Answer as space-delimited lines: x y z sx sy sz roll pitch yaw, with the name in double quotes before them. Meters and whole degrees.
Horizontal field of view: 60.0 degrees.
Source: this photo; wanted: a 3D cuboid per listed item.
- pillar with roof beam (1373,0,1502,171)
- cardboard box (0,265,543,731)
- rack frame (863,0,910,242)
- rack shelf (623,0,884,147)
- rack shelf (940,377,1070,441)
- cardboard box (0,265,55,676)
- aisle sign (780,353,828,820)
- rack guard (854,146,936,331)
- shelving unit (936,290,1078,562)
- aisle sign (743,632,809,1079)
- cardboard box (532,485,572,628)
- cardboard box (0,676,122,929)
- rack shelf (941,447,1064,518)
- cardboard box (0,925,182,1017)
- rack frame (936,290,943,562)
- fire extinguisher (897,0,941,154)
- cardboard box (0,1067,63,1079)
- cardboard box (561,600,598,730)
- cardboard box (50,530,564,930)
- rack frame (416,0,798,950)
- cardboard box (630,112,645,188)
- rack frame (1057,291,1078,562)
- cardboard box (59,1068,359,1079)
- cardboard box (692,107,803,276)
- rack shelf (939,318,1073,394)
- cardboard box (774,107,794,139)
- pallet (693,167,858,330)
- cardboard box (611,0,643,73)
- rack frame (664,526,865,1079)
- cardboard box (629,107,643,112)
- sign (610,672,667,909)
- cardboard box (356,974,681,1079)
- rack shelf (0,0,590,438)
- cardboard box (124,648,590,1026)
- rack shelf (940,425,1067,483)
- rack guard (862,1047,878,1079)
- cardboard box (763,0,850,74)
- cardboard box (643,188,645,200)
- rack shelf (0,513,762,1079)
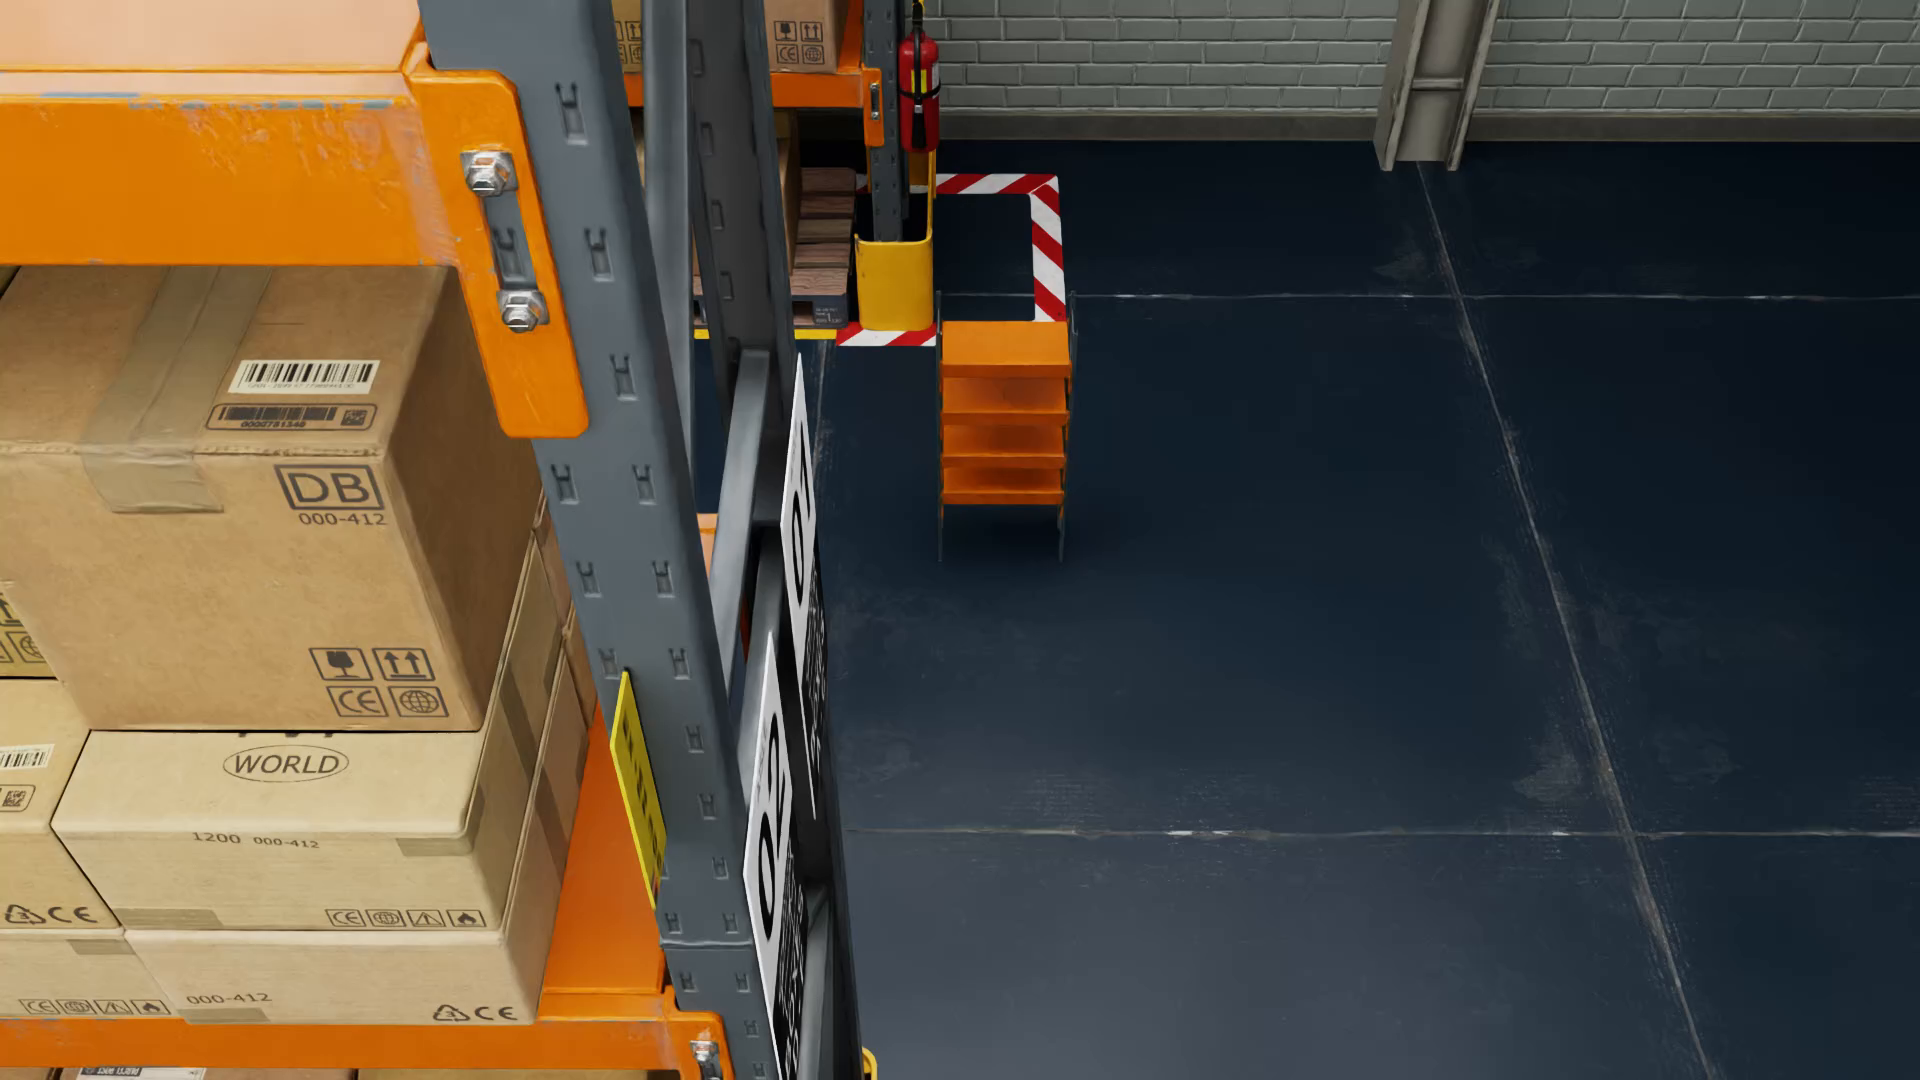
"pillar with roof beam" 2.366 -1.941 2.490 0.400 9.000 9.100 0 47 0
"cardboard box" -0.849 -0.183 2.151 0.500 0.500 0.700 0 47 0
"rack frame" -0.321 -2.423 7.037 0.127 3.000 1.000 0 47 0
"rack shelf" -2.321 -2.183 7.305 4.000 0.370 1.077 0 47 0
"rack shelf" 0.166 -0.515 6.277 0.480 0.148 0.258 0 47 0
"cardboard box" -1.349 -0.246 2.210 0.500 0.500 0.700 0 47 0
"aisle sign" -0.266 0.103 2.910 0.004 0.787 0.394 0 47 0
"rack guard" -0.297 -1.571 7.951 0.348 0.500 1.175 0 47 0
"shelving unit" 0.166 -0.408 6.391 0.503 1.200 0.258 0 47 0
"aisle sign" -0.268 0.542 2.501 0.004 0.787 0.394 0 47 0
"cardboard box" -0.848 -0.130 2.614 0.500 0.250 0.500 0 47 0
"cardboard box" -1.350 0.246 2.264 0.500 0.250 0.500 0 47 0
"rack shelf" 0.166 -0.227 6.586 0.480 0.148 0.258 0 47 0
"cardboard box" -1.350 0.415 2.449 0.500 0.250 0.500 0 47 0
"rack frame" -0.078 -0.409 6.392 0.015 1.200 0.240 0 47 0
"fire extinguisher" -0.172 -1.931 6.887 0.183 0.674 0.296 0 47 0
"cardboard box" -1.805 1.030 3.071 0.500 0.500 0.500 1 47 1
"cardboard box" -0.848 0.045 2.793 0.500 0.250 0.500 0 47 0
"cardboard box" -0.850 0.247 2.263 0.500 0.250 0.500 0 47 0
"rack frame" -0.336 -0.841 1.466 0.127 3.000 1.000 0 47 0
"cardboard box" -1.406 -1.731 7.370 0.250 0.149 0.380 1 47 1
"rack frame" 0.410 -0.408 6.391 0.015 1.200 0.240 0 47 0
"cardboard box" -1.287 1.028 3.073 0.500 0.500 0.500 1 47 1
"cardboard box" -1.021 -1.643 7.731 0.500 0.500 0.700 0 47 0
"rack shelf" 0.166 -0.676 6.104 0.480 0.148 0.258 0 47 0
"cardboard box" -0.895 -2.010 7.630 0.250 0.149 0.380 0 47 0
"pallet" -1.121 -1.417 8.006 1.213 0.211 1.003 0 47 0
"cardboard box" -1.558 -2.513 6.915 0.700 0.700 0.980 0 47 0
"rack frame" -0.336 1.203 3.661 0.127 3.000 1.000 0 47 0
"cardboard box" -1.402 -2.011 7.631 0.250 0.149 0.380 0 47 0
"sign" -0.358 0.286 1.861 0.005 0.325 0.100 0 47 0
"cardboard box" -0.782 1.029 3.073 0.500 0.500 0.500 0 47 0
"rack shelf" -2.336 -0.600 1.735 4.000 0.370 1.077 0 47 0
"cardboard box" -0.850 0.424 2.440 0.500 0.250 0.500 0 47 0
"rack shelf" 0.166 -0.363 6.440 0.480 0.148 0.258 0 47 0
"rack guard" -0.412 2.055 4.577 0.348 0.500 1.175 0 47 0
"cardboard box" -0.831 -2.519 6.921 0.700 0.700 0.980 2 47 2
"cardboard box" -1.522 -1.644 7.733 0.500 0.500 0.700 0 47 0
"rack shelf" -2.336 0.421 2.832 4.000 0.370 1.077 0 47 0
